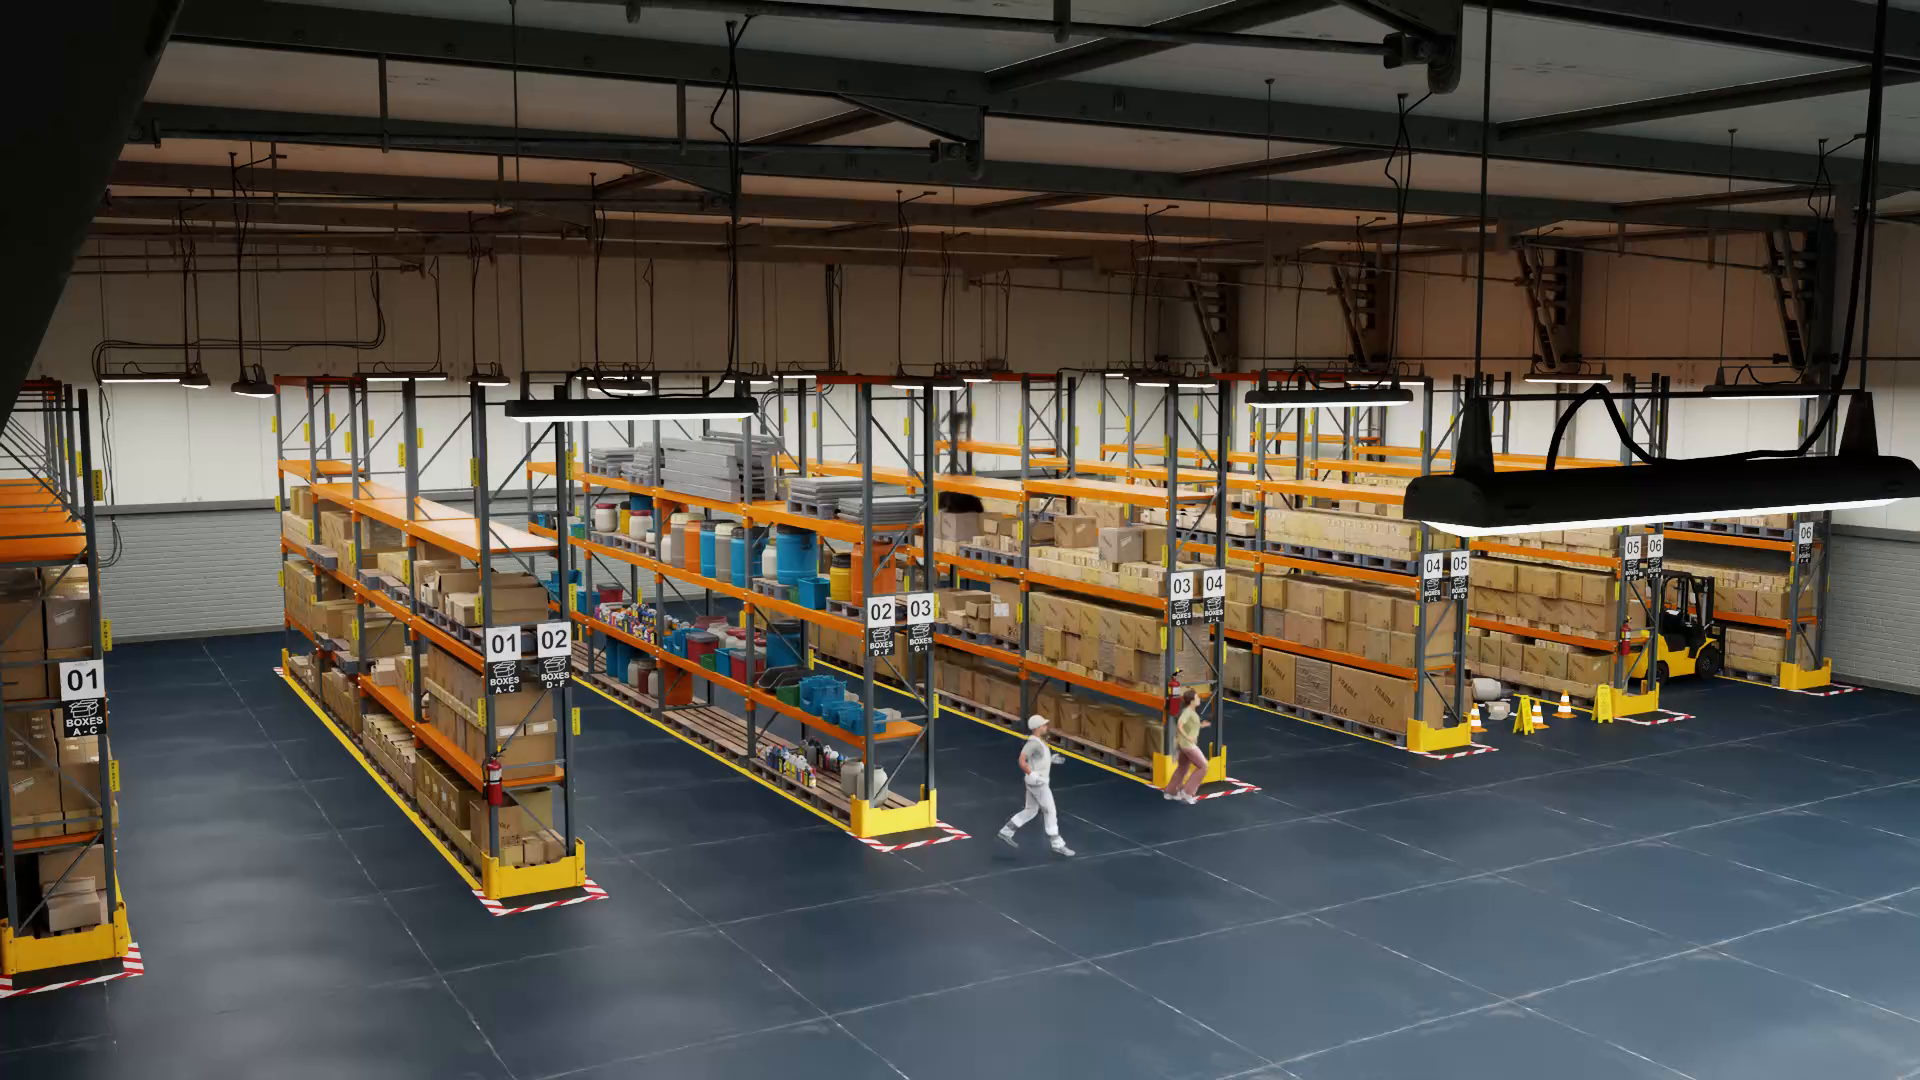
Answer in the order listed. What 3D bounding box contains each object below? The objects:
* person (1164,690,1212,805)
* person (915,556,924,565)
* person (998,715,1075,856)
[{"bbox_3d":[3.245,2.954,23.528,0.660,1.683,0.583,0,6,-3],"label":"person"},{"bbox_3d":[-0.873,0.869,42.112,0.710,1.736,0.609,2,7,21],"label":"person"},{"bbox_3d":[0.971,3.113,21.147,0.983,1.805,0.651,0,6,-3],"label":"person"}]
